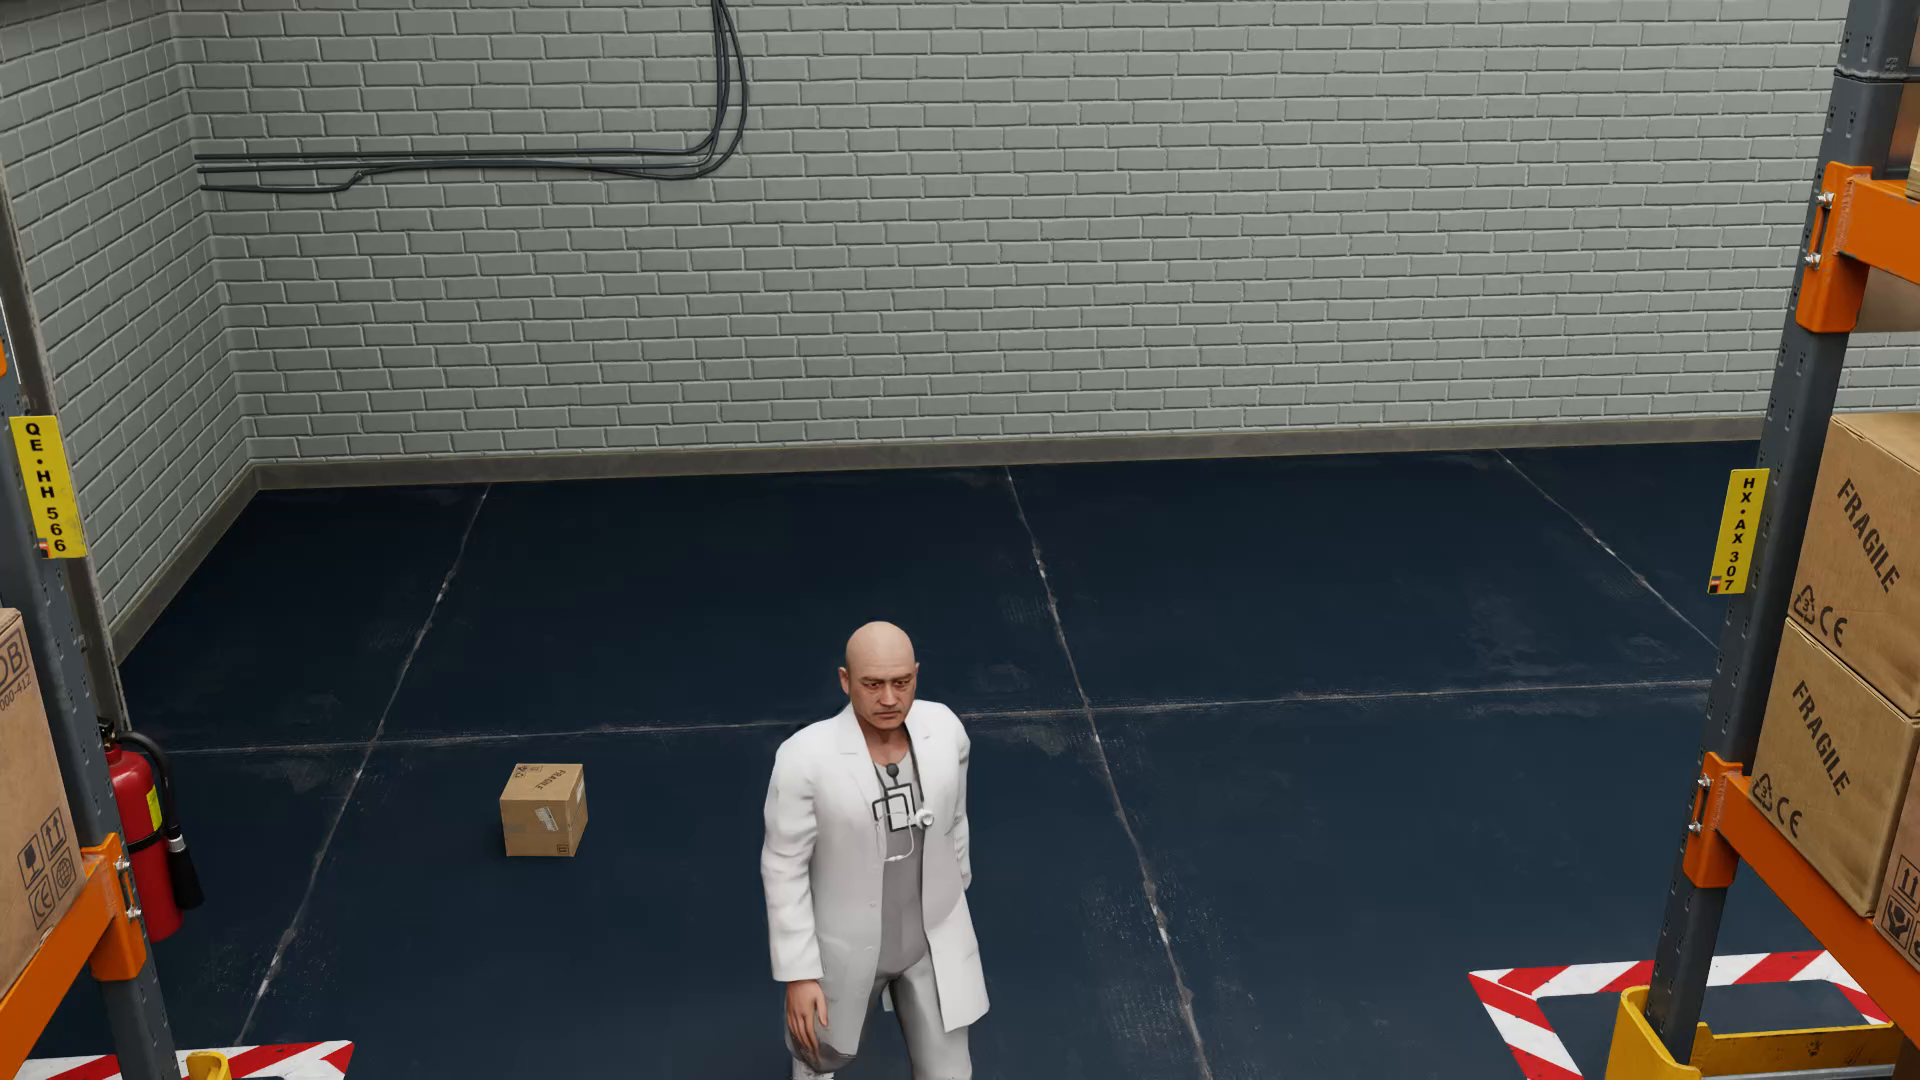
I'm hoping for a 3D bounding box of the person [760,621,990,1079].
[{"bbox_3d":[-0.225,0.991,4.327,0.620,1.734,1.080,-9,25,-19],"label":"person"}]
